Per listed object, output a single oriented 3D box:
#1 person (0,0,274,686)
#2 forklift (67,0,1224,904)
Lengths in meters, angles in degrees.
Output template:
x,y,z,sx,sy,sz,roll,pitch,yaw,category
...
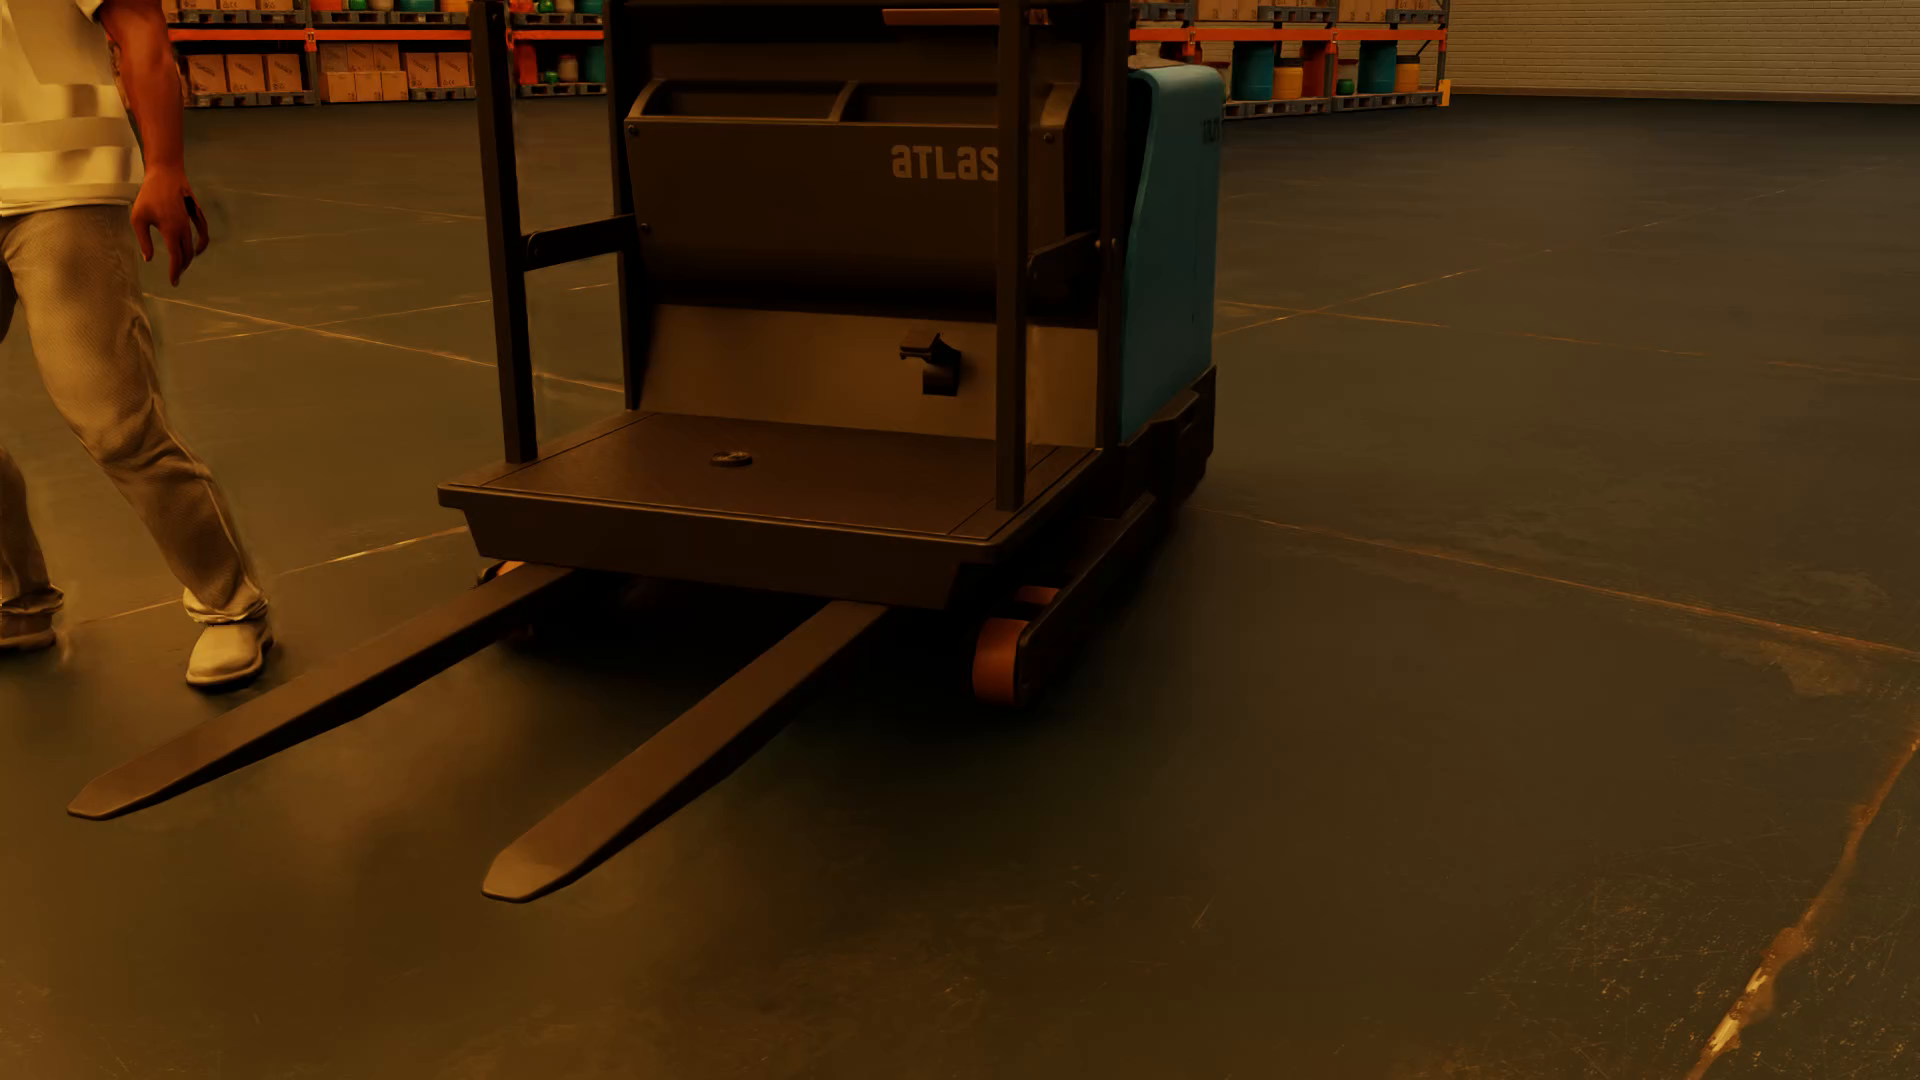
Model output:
x,y,z,sx,sy,sz,roll,pitch,yaw,category
-1.693,-0.586,2.913,0.890,1.726,0.448,5,18,16,person
-0.290,-1.235,2.963,1.130,2.935,3.031,6,18,19,forklift
